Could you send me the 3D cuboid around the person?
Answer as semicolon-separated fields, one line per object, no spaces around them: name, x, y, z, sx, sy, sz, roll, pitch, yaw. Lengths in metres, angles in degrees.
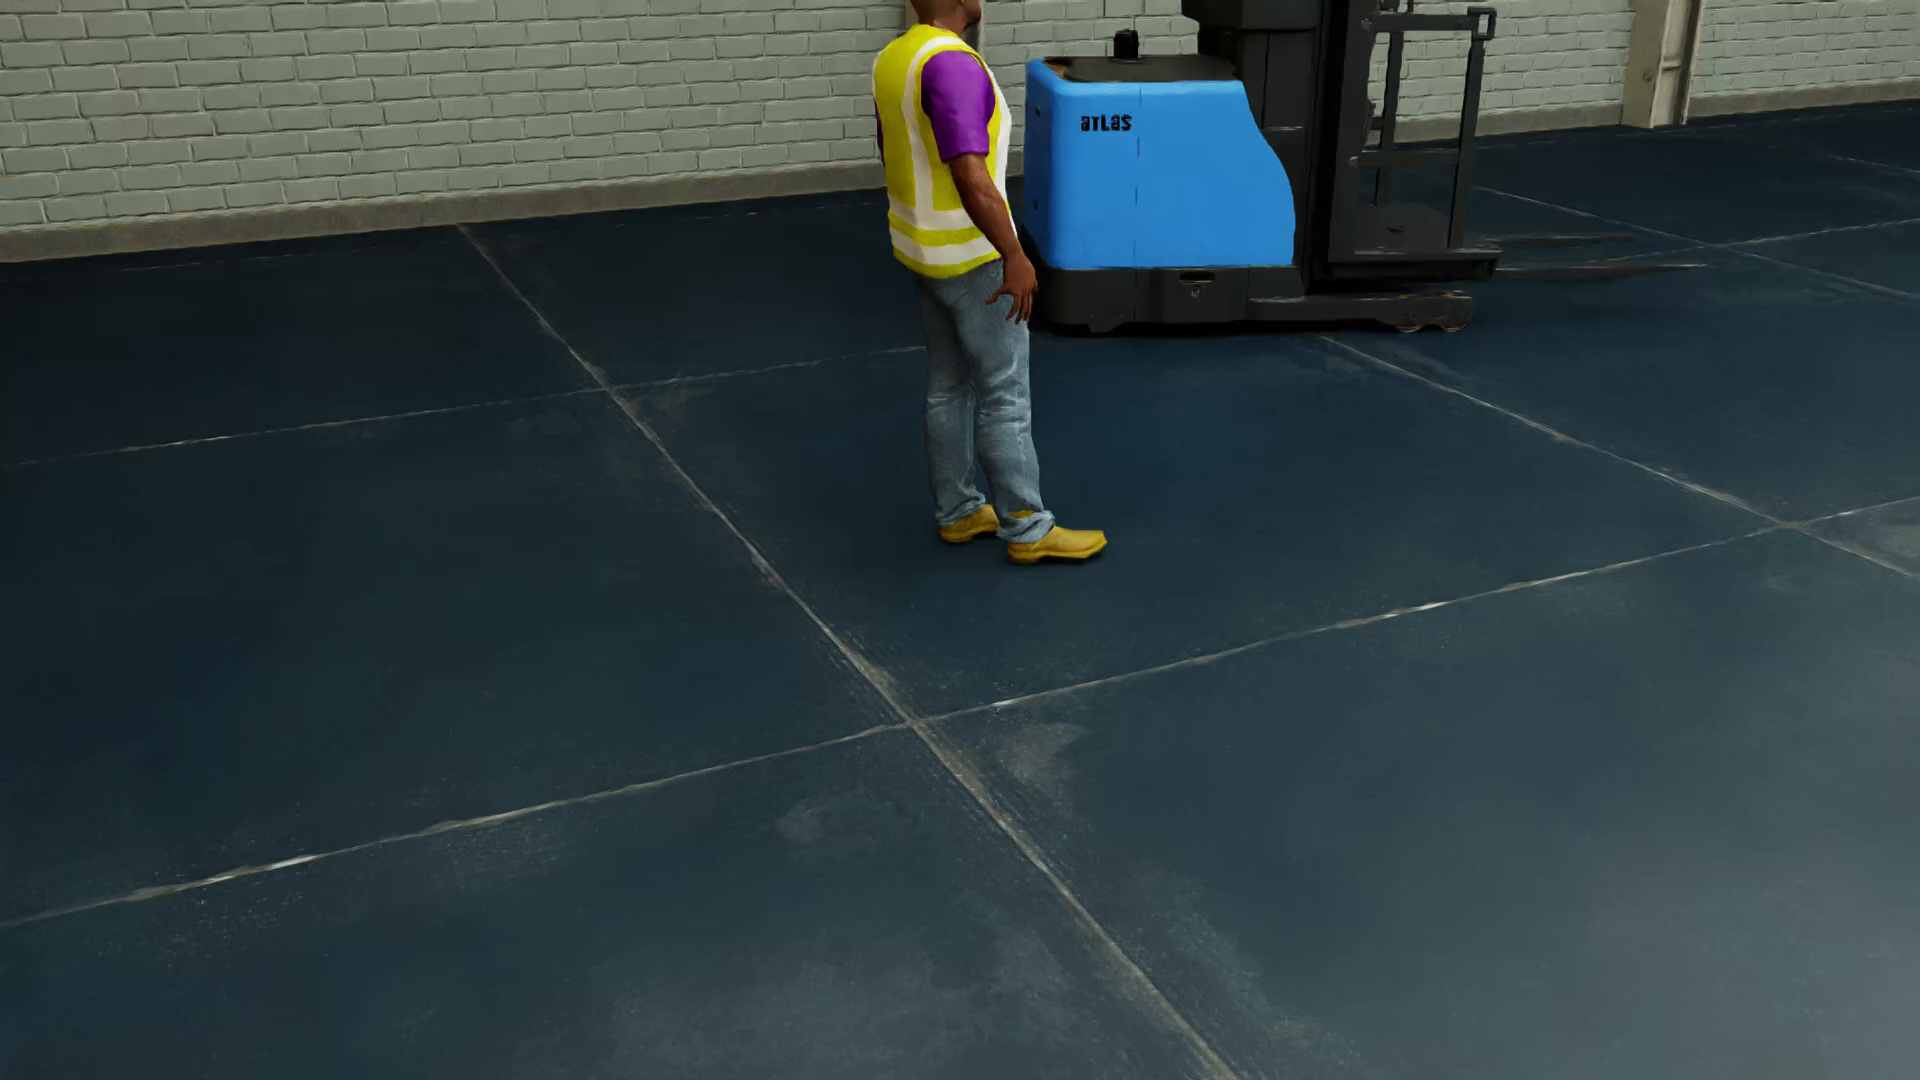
person;0.065;-0.831;4.788;0.576;1.766;0.665;-10;25;-23

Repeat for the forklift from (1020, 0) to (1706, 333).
forklift;1.835;-2.465;7.219;3.031;2.935;1.130;-2;23;-5
